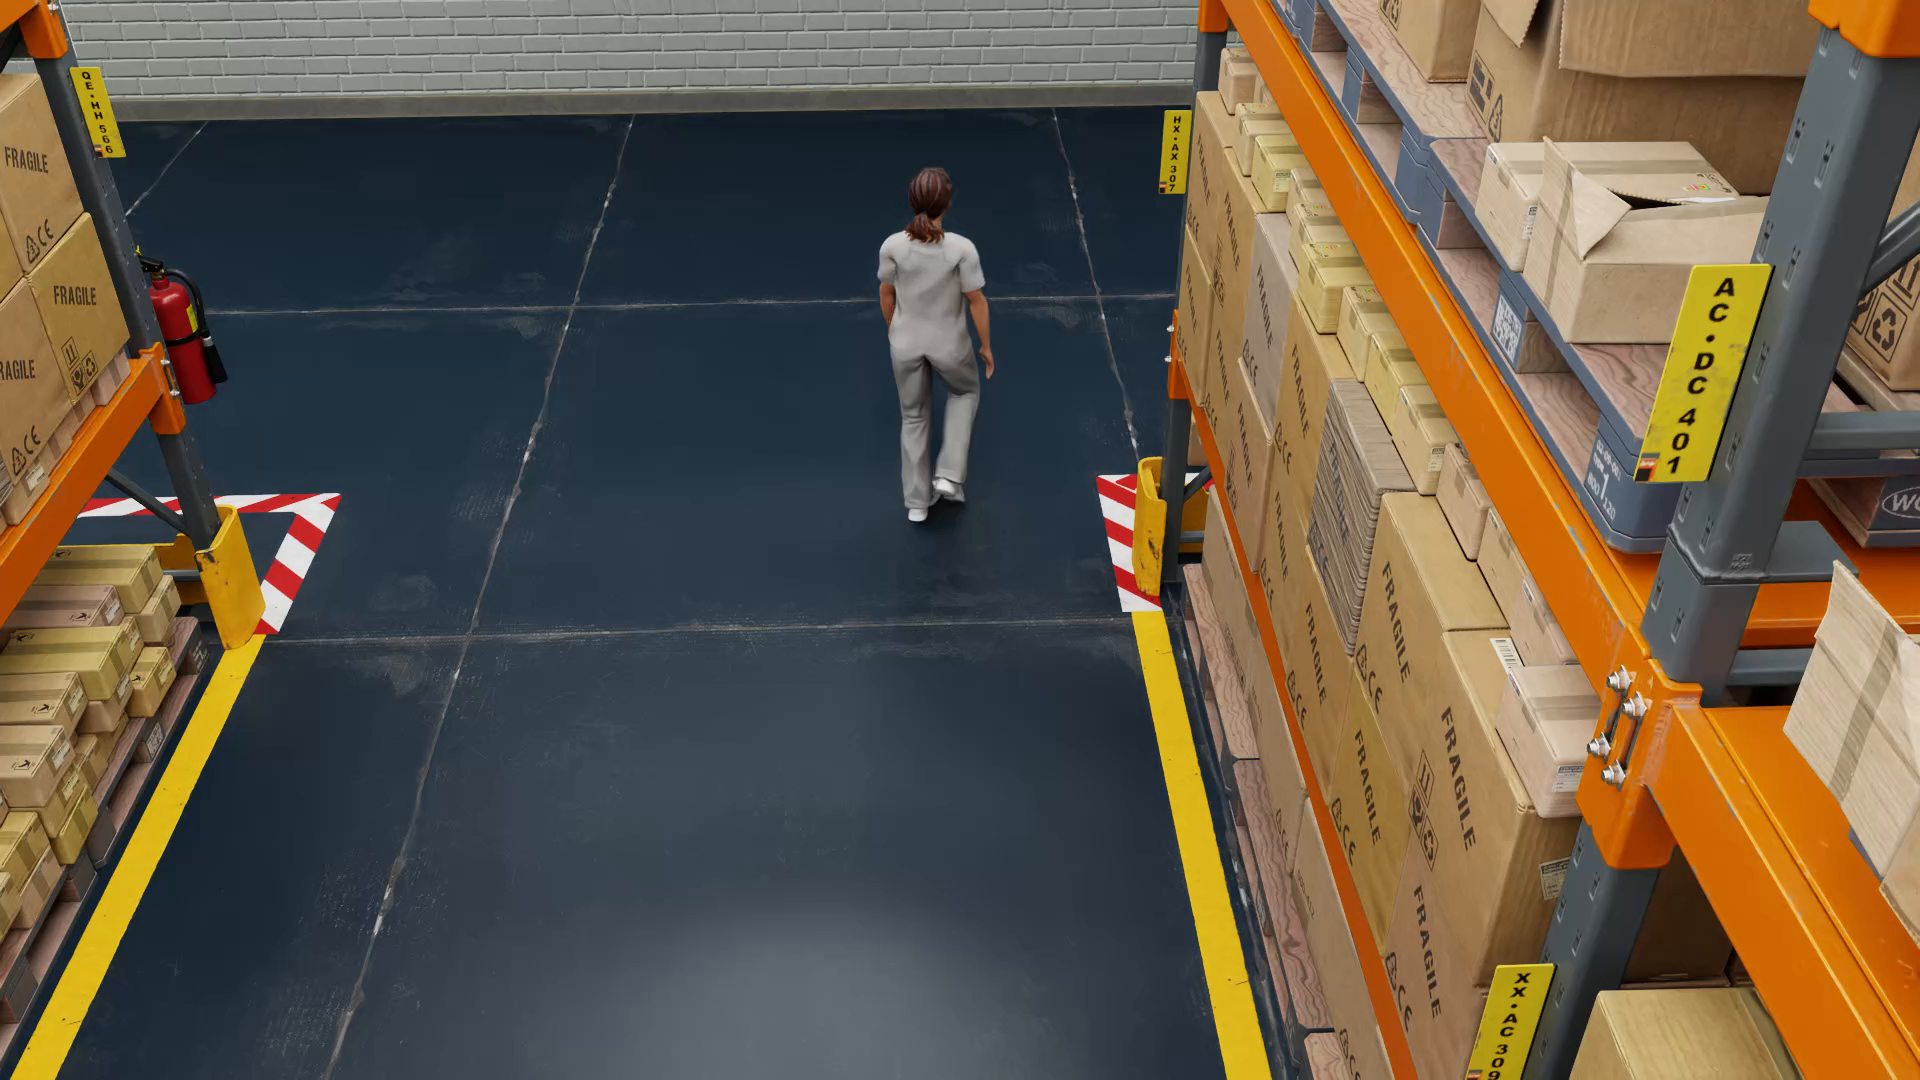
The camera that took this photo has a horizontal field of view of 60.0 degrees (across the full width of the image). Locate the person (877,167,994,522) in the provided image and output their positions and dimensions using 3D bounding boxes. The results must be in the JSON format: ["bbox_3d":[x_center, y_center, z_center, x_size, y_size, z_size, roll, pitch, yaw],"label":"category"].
[{"bbox_3d":[-0.098,-0.855,7.342,0.513,1.690,0.427,3,36,5],"label":"person"}]
